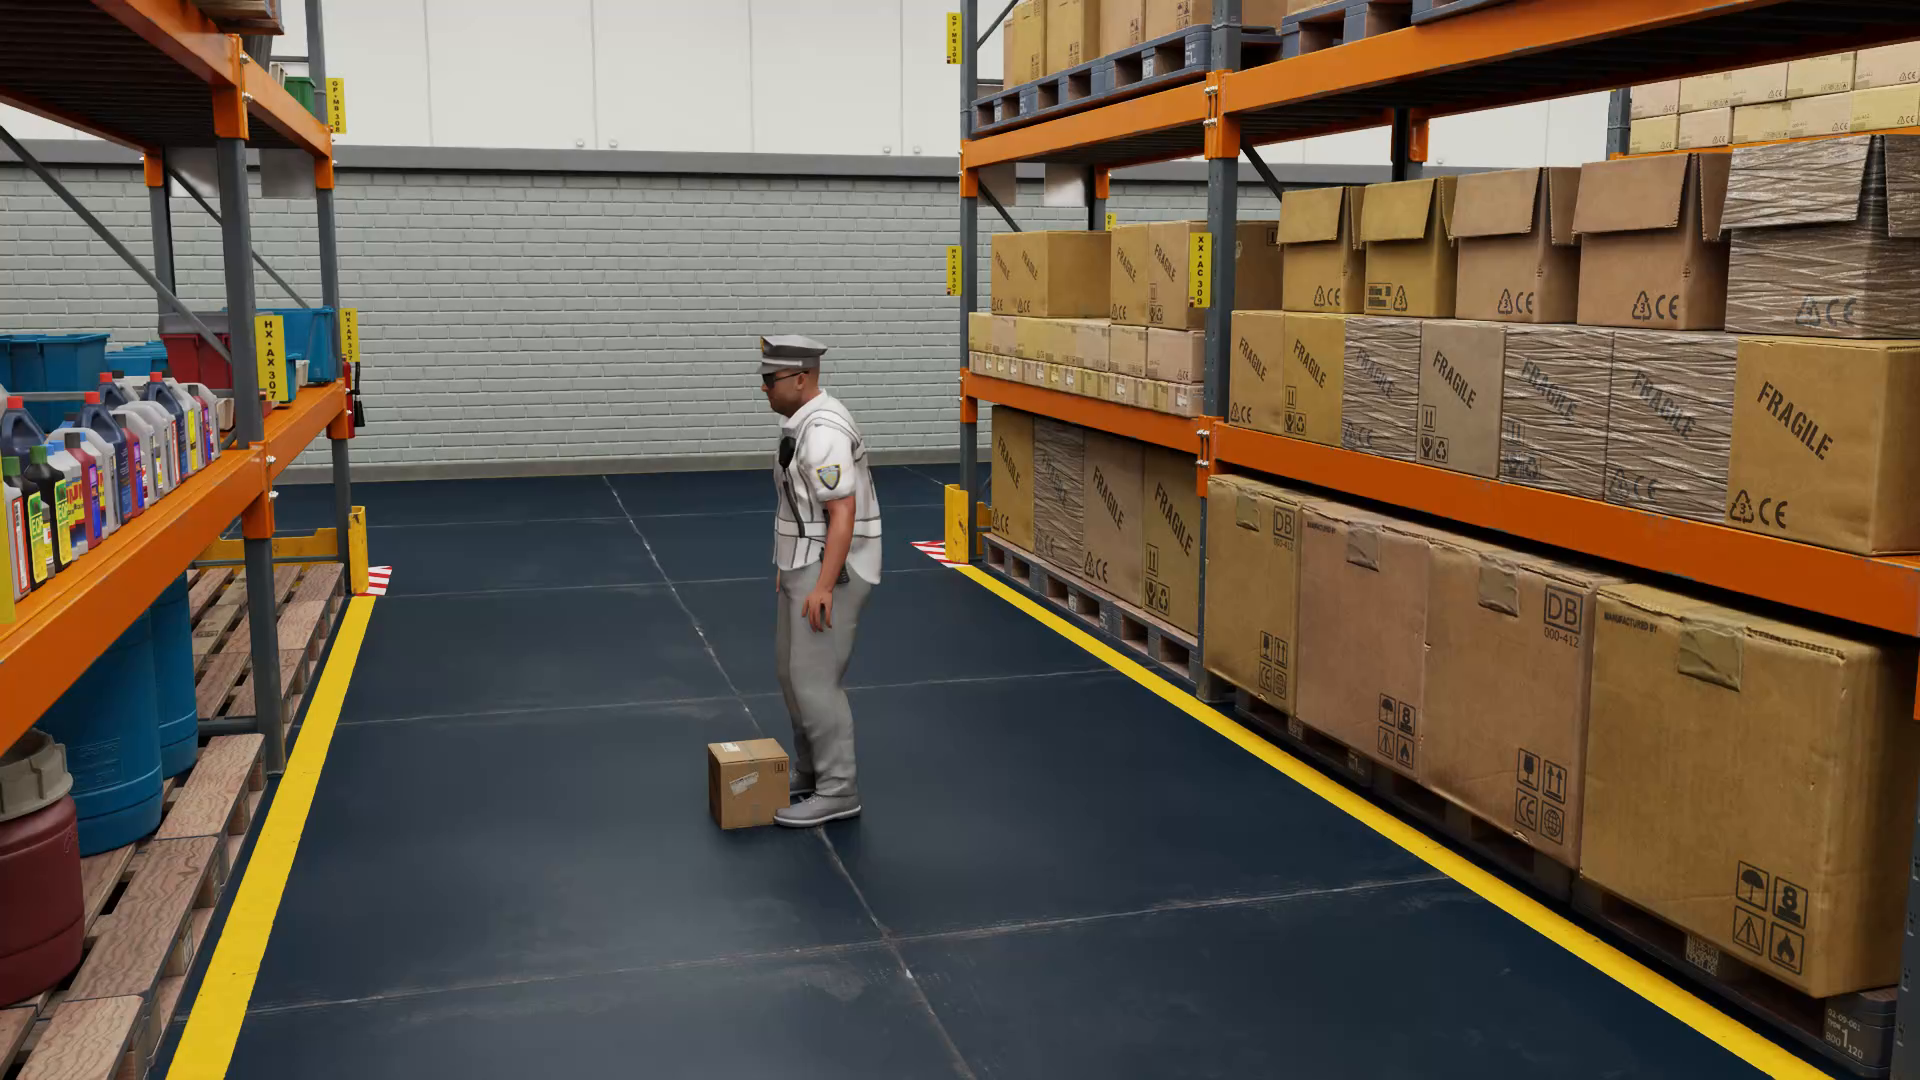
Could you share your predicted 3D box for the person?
[{"bbox_3d":[-0.514,0.132,6.030,0.435,1.748,0.591,-3,10,-17],"label":"person"}]
